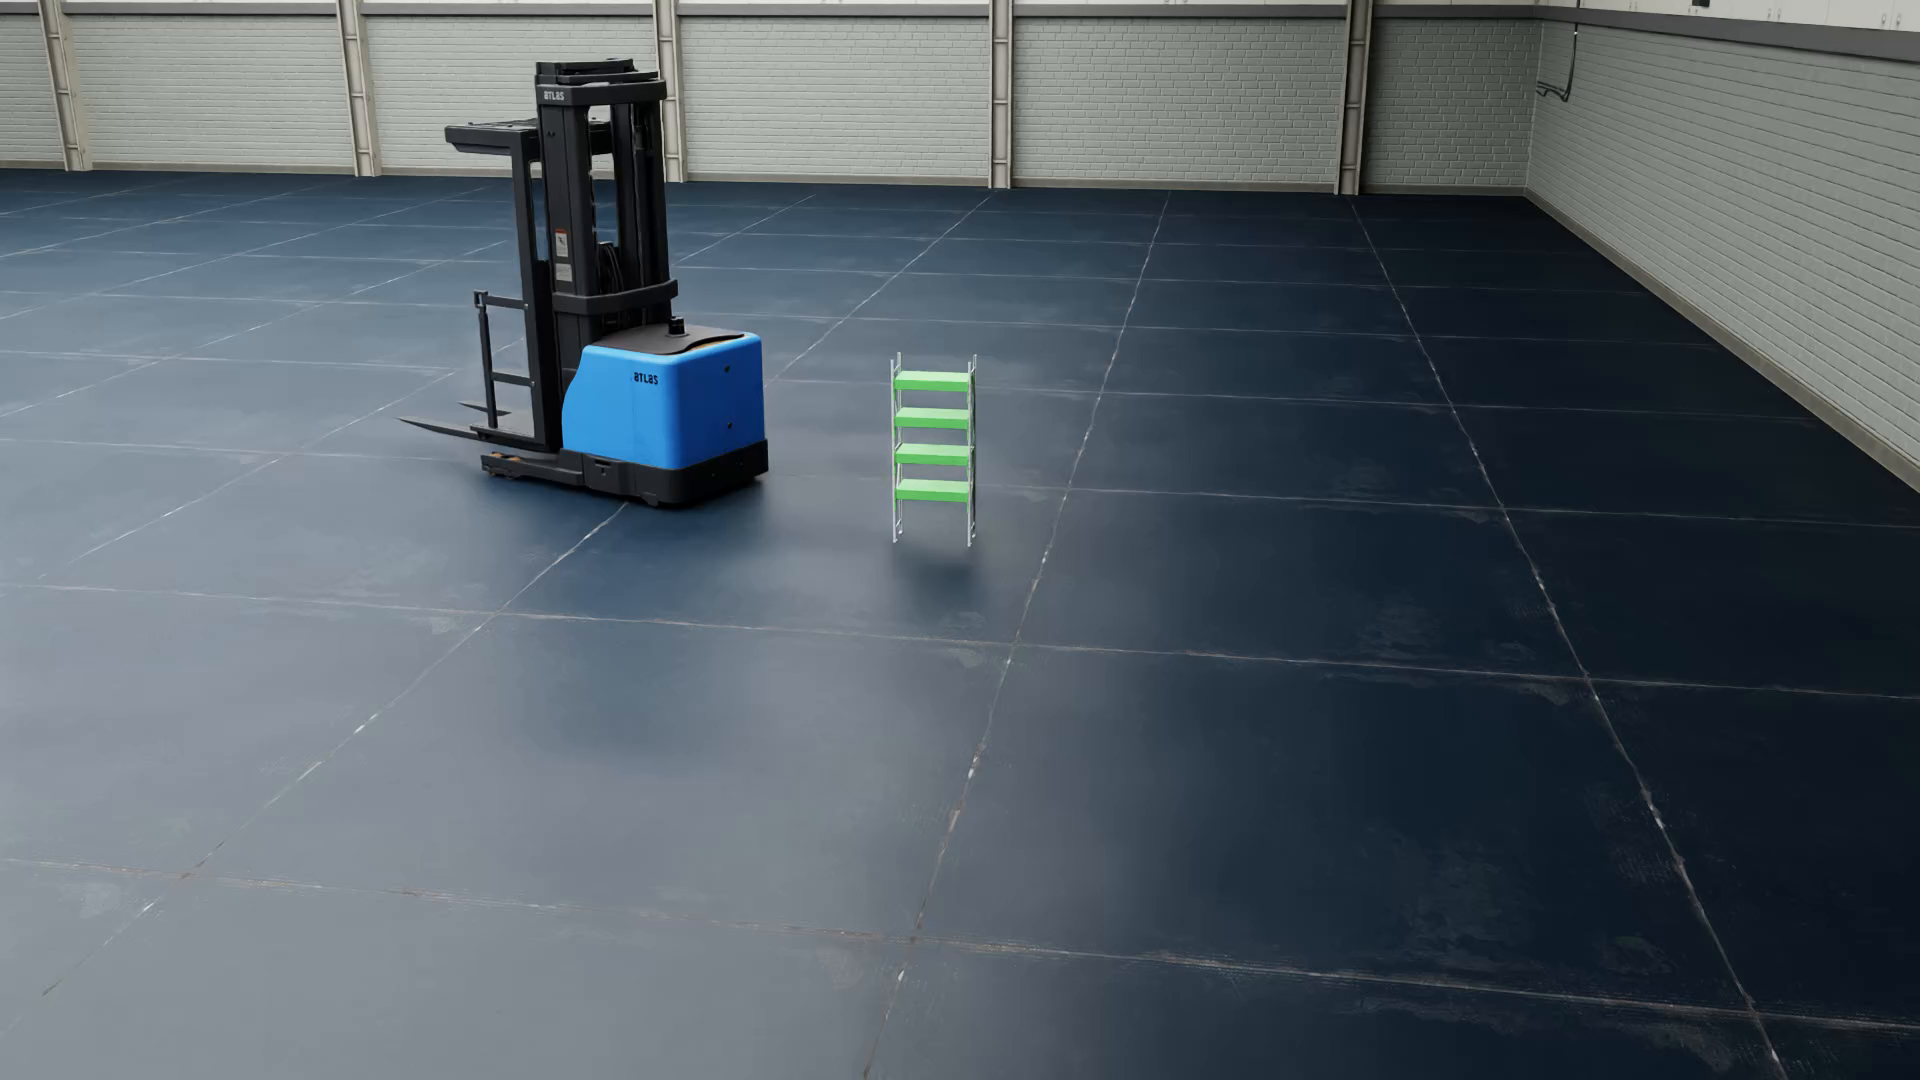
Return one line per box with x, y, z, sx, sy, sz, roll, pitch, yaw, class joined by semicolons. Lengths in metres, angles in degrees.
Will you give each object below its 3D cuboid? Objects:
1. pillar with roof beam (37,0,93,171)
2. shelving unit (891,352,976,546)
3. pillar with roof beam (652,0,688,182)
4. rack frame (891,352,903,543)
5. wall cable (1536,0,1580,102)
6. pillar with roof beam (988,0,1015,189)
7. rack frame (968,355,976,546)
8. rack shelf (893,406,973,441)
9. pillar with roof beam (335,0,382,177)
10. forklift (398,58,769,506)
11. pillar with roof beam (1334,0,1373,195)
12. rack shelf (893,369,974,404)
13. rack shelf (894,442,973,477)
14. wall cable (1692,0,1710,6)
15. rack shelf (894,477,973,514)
-17.737;-10.084;26.759;0.400;9.000;9.100;3;19;9;pillar with roof beam
-0.163;-0.577;10.638;0.503;1.200;0.258;3;19;9;shelving unit
-5.889;-9.480;24.954;0.400;9.000;9.100;3;19;9;pillar with roof beam
-0.404;-0.590;10.674;0.015;1.200;0.240;3;19;9;rack frame
9.341;-8.190;25.991;0.112;2.526;3.097;3;19;9;wall cable
0.035;-9.178;24.052;0.400;9.000;9.100;3;19;9;pillar with roof beam
0.077;-0.565;10.601;0.015;1.200;0.240;3;19;9;rack frame
-0.163;-0.744;10.582;0.480;0.148;0.258;3;19;9;rack shelf
-11.813;-9.782;25.857;0.400;9.000;9.100;3;19;9;pillar with roof beam
-2.912;-1.955;12.028;3.031;2.935;1.130;11;22;31;forklift
5.959;-8.876;23.149;0.400;9.000;9.100;3;19;9;pillar with roof beam
-0.163;-0.972;10.506;0.480;0.148;0.258;3;19;9;rack shelf
-0.163;-0.517;10.658;0.480;0.148;0.258;3;19;9;rack shelf
7.819;-8.302;16.073;0.169;6.003;2.305;3;19;9;wall cable
-0.163;-0.289;10.734;0.480;0.148;0.258;3;19;9;rack shelf
